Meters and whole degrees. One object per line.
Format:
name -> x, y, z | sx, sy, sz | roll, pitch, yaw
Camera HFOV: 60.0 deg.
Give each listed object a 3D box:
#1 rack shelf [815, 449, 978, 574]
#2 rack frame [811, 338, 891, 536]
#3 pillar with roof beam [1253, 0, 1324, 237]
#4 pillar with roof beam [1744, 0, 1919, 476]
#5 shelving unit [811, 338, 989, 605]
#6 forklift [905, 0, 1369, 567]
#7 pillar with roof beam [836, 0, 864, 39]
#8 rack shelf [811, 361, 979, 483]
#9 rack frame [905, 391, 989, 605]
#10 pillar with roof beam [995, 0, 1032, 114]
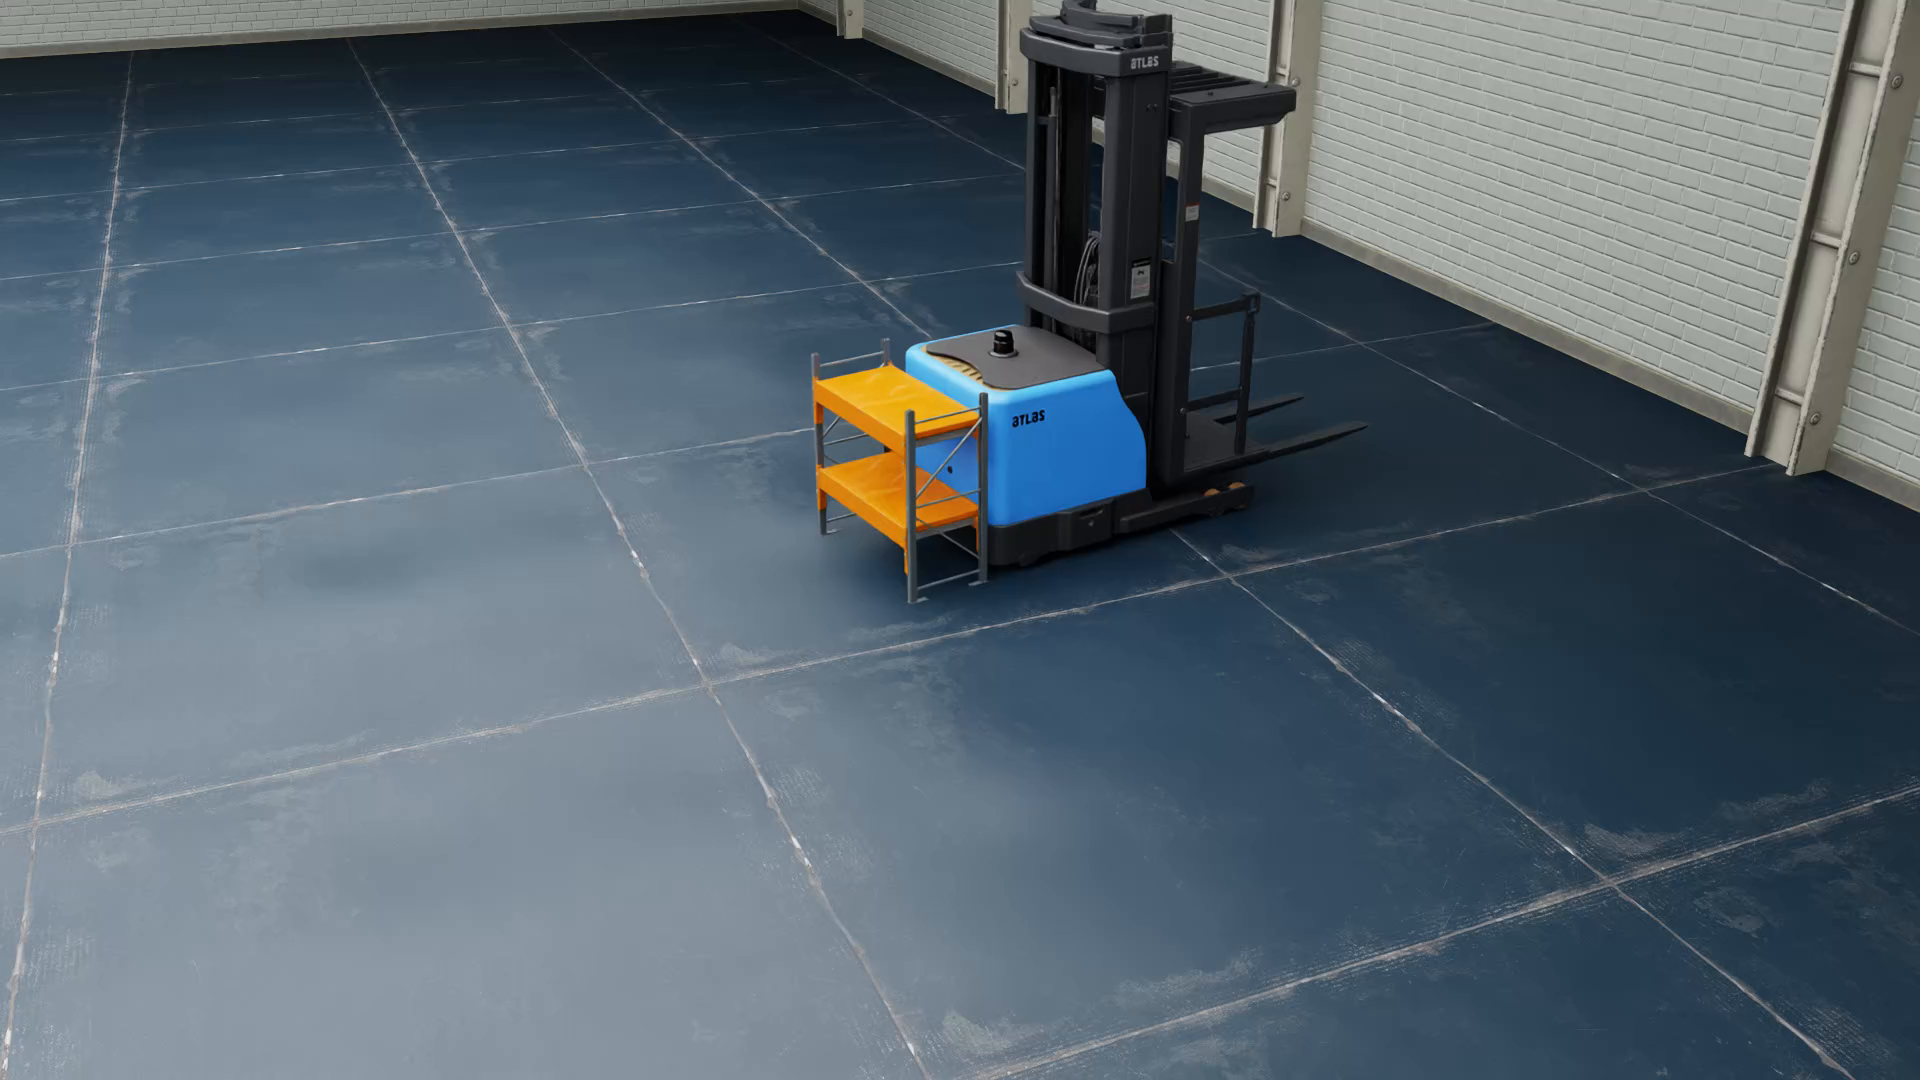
rack shelf -> -0.343, -0.184, 9.402 | 0.538, 0.278, 1.000 | -16, 30, -29
rack frame -> -0.619, -0.591, 9.679 | 0.500, 1.125, 0.032 | -16, 30, -29
pillar with roof beam -> -0.952, -6.238, 12.270 | 9.100, 9.000, 0.400 | -11, 28, -21
pillar with roof beam -> 1.398, -3.816, 7.309 | 9.100, 9.000, 0.400 | -11, 28, -21
shelving unit -> -0.343, -0.404, 9.295 | 0.538, 1.125, 1.048 | -16, 30, -29
forklift -> 1.192, -1.637, 9.762 | 3.031, 2.935, 1.130 | -15, 30, -28
pillar with roof beam -> -5.651, -11.083, 22.192 | 9.100, 9.000, 0.400 | -11, 28, -21
rack shelf -> -0.343, -0.667, 9.167 | 0.538, 0.278, 1.000 | -16, 30, -29
rack frame -> -0.067, -0.217, 8.912 | 0.500, 1.125, 0.032 | -16, 30, -29
pillar with roof beam -> -3.302, -8.660, 17.231 | 9.100, 9.000, 0.400 | -11, 28, -21
